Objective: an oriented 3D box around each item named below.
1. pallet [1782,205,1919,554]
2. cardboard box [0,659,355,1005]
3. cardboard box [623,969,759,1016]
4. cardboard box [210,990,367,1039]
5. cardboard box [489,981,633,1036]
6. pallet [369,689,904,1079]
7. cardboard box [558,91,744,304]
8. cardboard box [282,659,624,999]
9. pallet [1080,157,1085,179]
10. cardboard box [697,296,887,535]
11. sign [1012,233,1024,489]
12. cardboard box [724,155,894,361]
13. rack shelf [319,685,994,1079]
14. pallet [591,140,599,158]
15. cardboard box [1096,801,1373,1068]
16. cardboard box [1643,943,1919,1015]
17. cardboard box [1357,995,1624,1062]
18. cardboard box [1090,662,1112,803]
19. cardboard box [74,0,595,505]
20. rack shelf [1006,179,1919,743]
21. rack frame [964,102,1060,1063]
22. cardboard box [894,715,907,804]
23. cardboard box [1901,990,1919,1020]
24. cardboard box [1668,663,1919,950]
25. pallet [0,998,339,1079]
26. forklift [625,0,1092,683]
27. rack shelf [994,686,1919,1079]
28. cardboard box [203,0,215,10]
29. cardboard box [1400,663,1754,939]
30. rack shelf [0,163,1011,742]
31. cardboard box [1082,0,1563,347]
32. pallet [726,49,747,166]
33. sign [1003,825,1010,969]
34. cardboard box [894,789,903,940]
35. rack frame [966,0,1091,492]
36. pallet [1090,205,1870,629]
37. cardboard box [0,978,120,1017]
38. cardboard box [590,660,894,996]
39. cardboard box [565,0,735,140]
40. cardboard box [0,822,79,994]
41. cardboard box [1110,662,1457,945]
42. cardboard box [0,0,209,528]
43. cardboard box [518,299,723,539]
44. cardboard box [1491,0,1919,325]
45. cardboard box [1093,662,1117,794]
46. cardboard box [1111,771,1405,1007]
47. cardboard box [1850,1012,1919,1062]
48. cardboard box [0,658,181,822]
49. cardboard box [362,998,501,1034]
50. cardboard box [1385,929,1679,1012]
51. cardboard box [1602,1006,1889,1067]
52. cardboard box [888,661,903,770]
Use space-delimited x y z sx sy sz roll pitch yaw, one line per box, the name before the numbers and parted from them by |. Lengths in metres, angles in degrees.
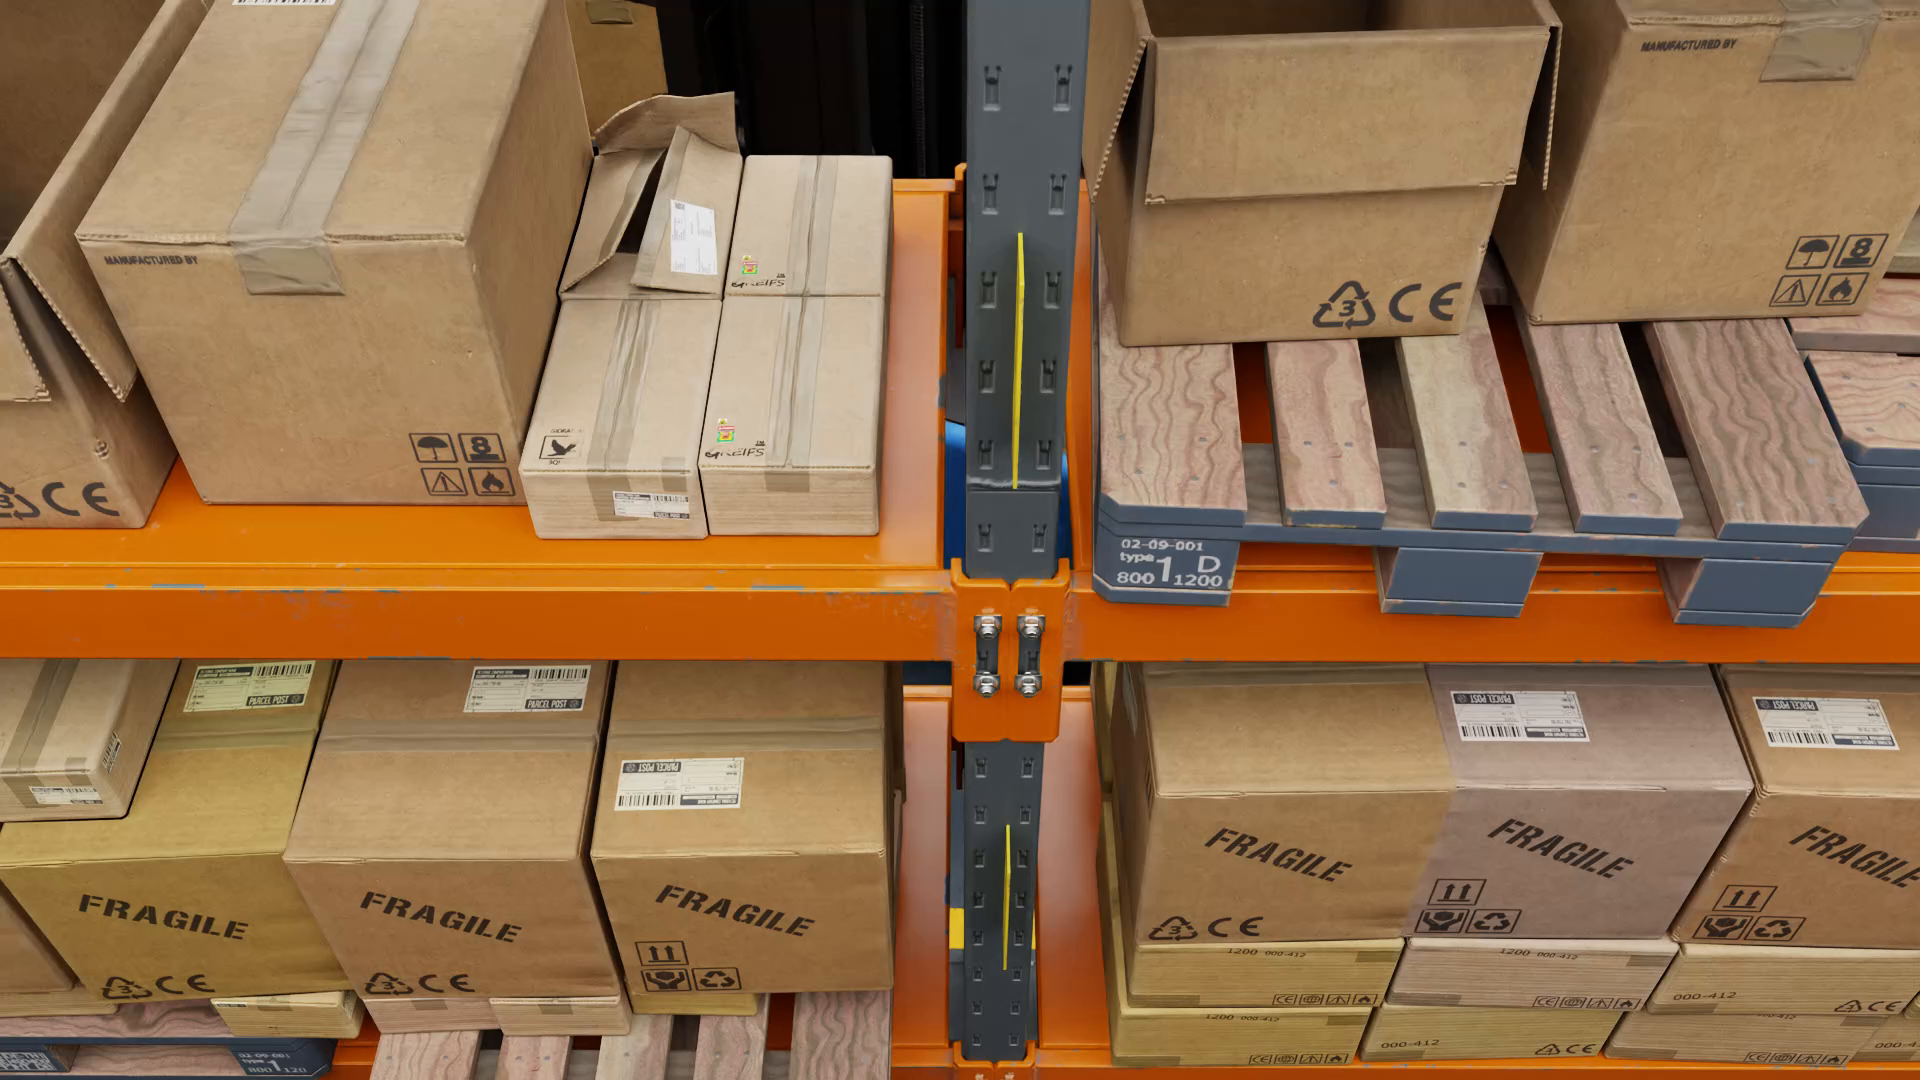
pallet | 1.835 -0.402 2.655 1.213 0.211 1.003 2 47 2
cardboard box | -1.404 0.522 3.157 0.500 0.500 0.500 -3 47 -3
cardboard box | -0.524 0.758 3.380 0.250 0.149 0.380 1 47 1
cardboard box | -1.303 0.793 3.348 0.250 0.149 0.380 1 47 1
cardboard box | -0.776 0.790 3.350 0.250 0.149 0.380 0 47 0
pallet | -0.640 0.733 3.649 1.003 0.211 1.213 0 47 0
cardboard box | -0.497 -0.511 2.719 0.258 0.266 0.396 0 47 0
cardboard box | -0.900 0.522 3.156 0.500 0.500 0.500 -1 47 0
pallet | 0.772 -2.079 8.041 1.213 0.211 1.003 0 47 0
cardboard box | -0.243 -0.192 2.502 0.250 0.149 0.380 0 47 0
sign | 0.069 -0.209 1.993 0.005 0.325 0.100 0 47 0
cardboard box | -0.241 -0.470 2.761 0.250 0.149 0.380 0 47 0
rack shelf | -1.927 0.831 3.918 4.000 0.370 1.077 0 47 0
pallet | -2.015 -2.145 8.102 1.213 0.211 1.003 0 47 0
cardboard box | 0.561 0.828 3.532 0.500 0.250 0.500 -1 47 -1
cardboard box | 1.594 0.667 3.341 0.500 0.250 0.500 0 47 0
cardboard box | 1.075 0.817 3.543 0.500 0.250 0.500 -1 47 -1
cardboard box | 0.580 0.454 3.881 0.500 0.250 0.500 -1 47 -1
cardboard box | -0.875 -0.474 2.525 0.500 0.500 0.700 0 47 0
rack shelf | 2.073 -0.180 2.810 4.000 0.370 1.077 0 47 0
rack frame | 0.073 0.592 3.650 0.127 3.000 1.000 0 47 0
cardboard box | -0.251 0.397 3.716 0.250 0.149 0.380 -2 47 -2
cardboard box | 2.101 0.678 3.330 0.500 0.250 0.500 1 47 1
cardboard box | 1.579 0.404 3.073 0.500 0.500 0.500 1 47 1
pallet | -1.907 0.682 3.697 1.213 0.211 1.003 0 47 0
forklift | -0.776 -1.215 5.378 3.031 2.935 1.130 17 49 15
rack shelf | 2.073 0.842 3.908 4.000 0.370 1.077 0 47 0
cardboard box | -3.389 -2.484 7.762 0.750 0.750 1.050 0 47 0
cardboard box | 1.061 0.392 3.085 0.500 0.500 0.500 0 47 0
rack shelf | -1.927 -0.191 2.820 4.000 0.370 1.077 0 47 0
cardboard box | 0.451 -0.718 2.462 0.637 0.503 0.797 -2 47 -2
pallet | -0.798 -2.139 8.097 1.213 0.211 1.003 0 47 0
sign | 0.080 0.621 2.885 0.005 0.325 0.100 0 47 0
cardboard box | -0.256 0.706 3.429 0.250 0.149 0.380 2 47 2
rack frame | 0.073 -1.452 1.454 0.127 3.000 1.000 0 47 0
pallet | 0.717 -0.403 2.656 1.003 0.211 1.213 2 47 2
cardboard box | -1.805 0.759 3.379 0.250 0.149 0.380 -1 47 -1
cardboard box | -0.383 0.515 3.163 0.500 0.500 0.500 -1 47 -1
cardboard box | -1.492 -2.476 7.755 0.750 0.750 1.050 1 47 1
cardboard box | -1.950 0.519 3.159 0.500 0.500 0.500 -2 47 -1
cardboard box | 0.565 0.397 3.080 0.500 0.500 0.500 -1 47 -1
cardboard box | -1.452 -0.449 2.499 0.637 0.503 0.797 0 47 0
cardboard box | -0.491 -0.187 2.497 0.250 0.149 0.380 0 47 0
cardboard box | 1.064 -0.744 2.489 0.500 0.500 0.700 -2 47 -2
cardboard box | 0.558 0.288 3.694 0.500 0.250 0.500 0 47 0
cardboard box | 0.579 0.655 3.352 0.500 0.250 0.500 0 47 0
cardboard box | 2.093 0.821 3.539 0.500 0.250 0.500 0 47 0
cardboard box | -1.564 0.294 2.925 0.250 0.149 0.380 -2 47 -2
cardboard box | -1.028 0.783 3.356 0.250 0.149 0.380 -2 47 -2
cardboard box | 1.096 0.657 3.350 0.500 0.250 0.500 1 47 1
cardboard box | 1.600 0.822 3.538 0.500 0.250 0.500 2 47 1
cardboard box | -0.376 0.143 3.510 0.500 0.500 0.500 -1 47 -1
